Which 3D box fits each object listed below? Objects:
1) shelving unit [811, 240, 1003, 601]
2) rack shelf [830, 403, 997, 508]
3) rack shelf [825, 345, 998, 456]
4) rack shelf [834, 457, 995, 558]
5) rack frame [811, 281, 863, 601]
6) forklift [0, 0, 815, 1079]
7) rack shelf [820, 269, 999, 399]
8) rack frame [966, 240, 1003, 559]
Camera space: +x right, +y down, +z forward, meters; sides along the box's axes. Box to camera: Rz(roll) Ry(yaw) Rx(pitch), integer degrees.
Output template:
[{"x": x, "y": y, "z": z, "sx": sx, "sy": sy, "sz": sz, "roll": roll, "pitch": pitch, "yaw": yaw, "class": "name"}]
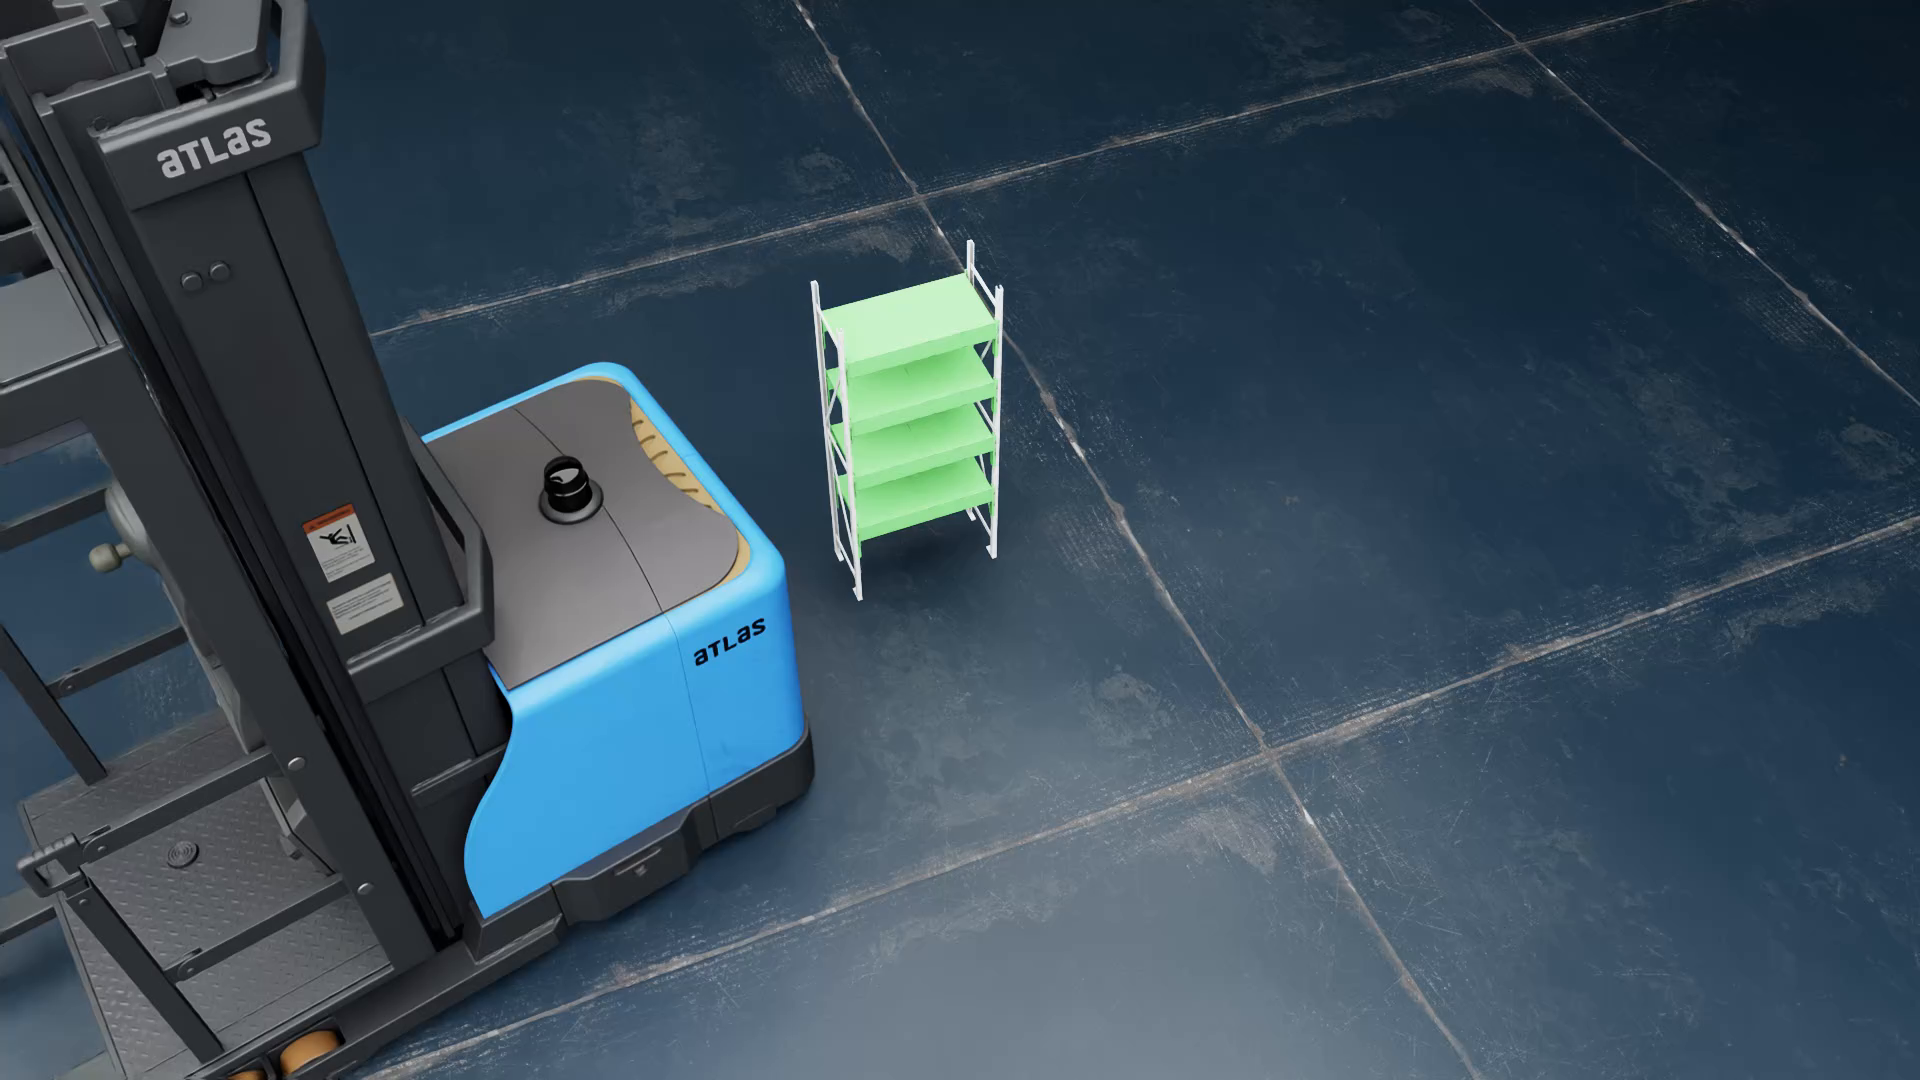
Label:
[{"x": -0.153, "y": -0.343, "z": 5.254, "sx": 0.503, "sy": 1.200, "sz": 0.258, "roll": -17, "pitch": 52, "yaw": -14, "class": "shelving unit"}, {"x": -0.153, "y": -0.302, "z": 5.302, "sx": 0.480, "sy": 0.148, "sz": 0.258, "roll": -17, "pitch": 52, "yaw": -14, "class": "rack shelf"}, {"x": -0.153, "y": -0.458, "z": 5.120, "sx": 0.480, "sy": 0.148, "sz": 0.258, "roll": -17, "pitch": 52, "yaw": -14, "class": "rack shelf"}, {"x": -0.153, "y": -0.145, "z": 5.485, "sx": 0.480, "sy": 0.148, "sz": 0.258, "roll": -17, "pitch": 52, "yaw": -14, "class": "rack shelf"}, {"x": -0.379, "y": -0.273, "z": 5.194, "sx": 0.015, "sy": 1.200, "sz": 0.240, "roll": -17, "pitch": 52, "yaw": -14, "class": "rack frame"}, {"x": -1.942, "y": 0.144, "z": 3.695, "sx": 3.031, "sy": 2.935, "sz": 1.130, "roll": -28, "pitch": 55, "yaw": -22, "class": "forklift"}, {"x": -0.153, "y": -0.614, "z": 4.938, "sx": 0.480, "sy": 0.148, "sz": 0.258, "roll": -17, "pitch": 52, "yaw": -14, "class": "rack shelf"}, {"x": 0.073, "y": -0.413, "z": 5.314, "sx": 0.015, "sy": 1.200, "sz": 0.240, "roll": -17, "pitch": 52, "yaw": -14, "class": "rack frame"}]
